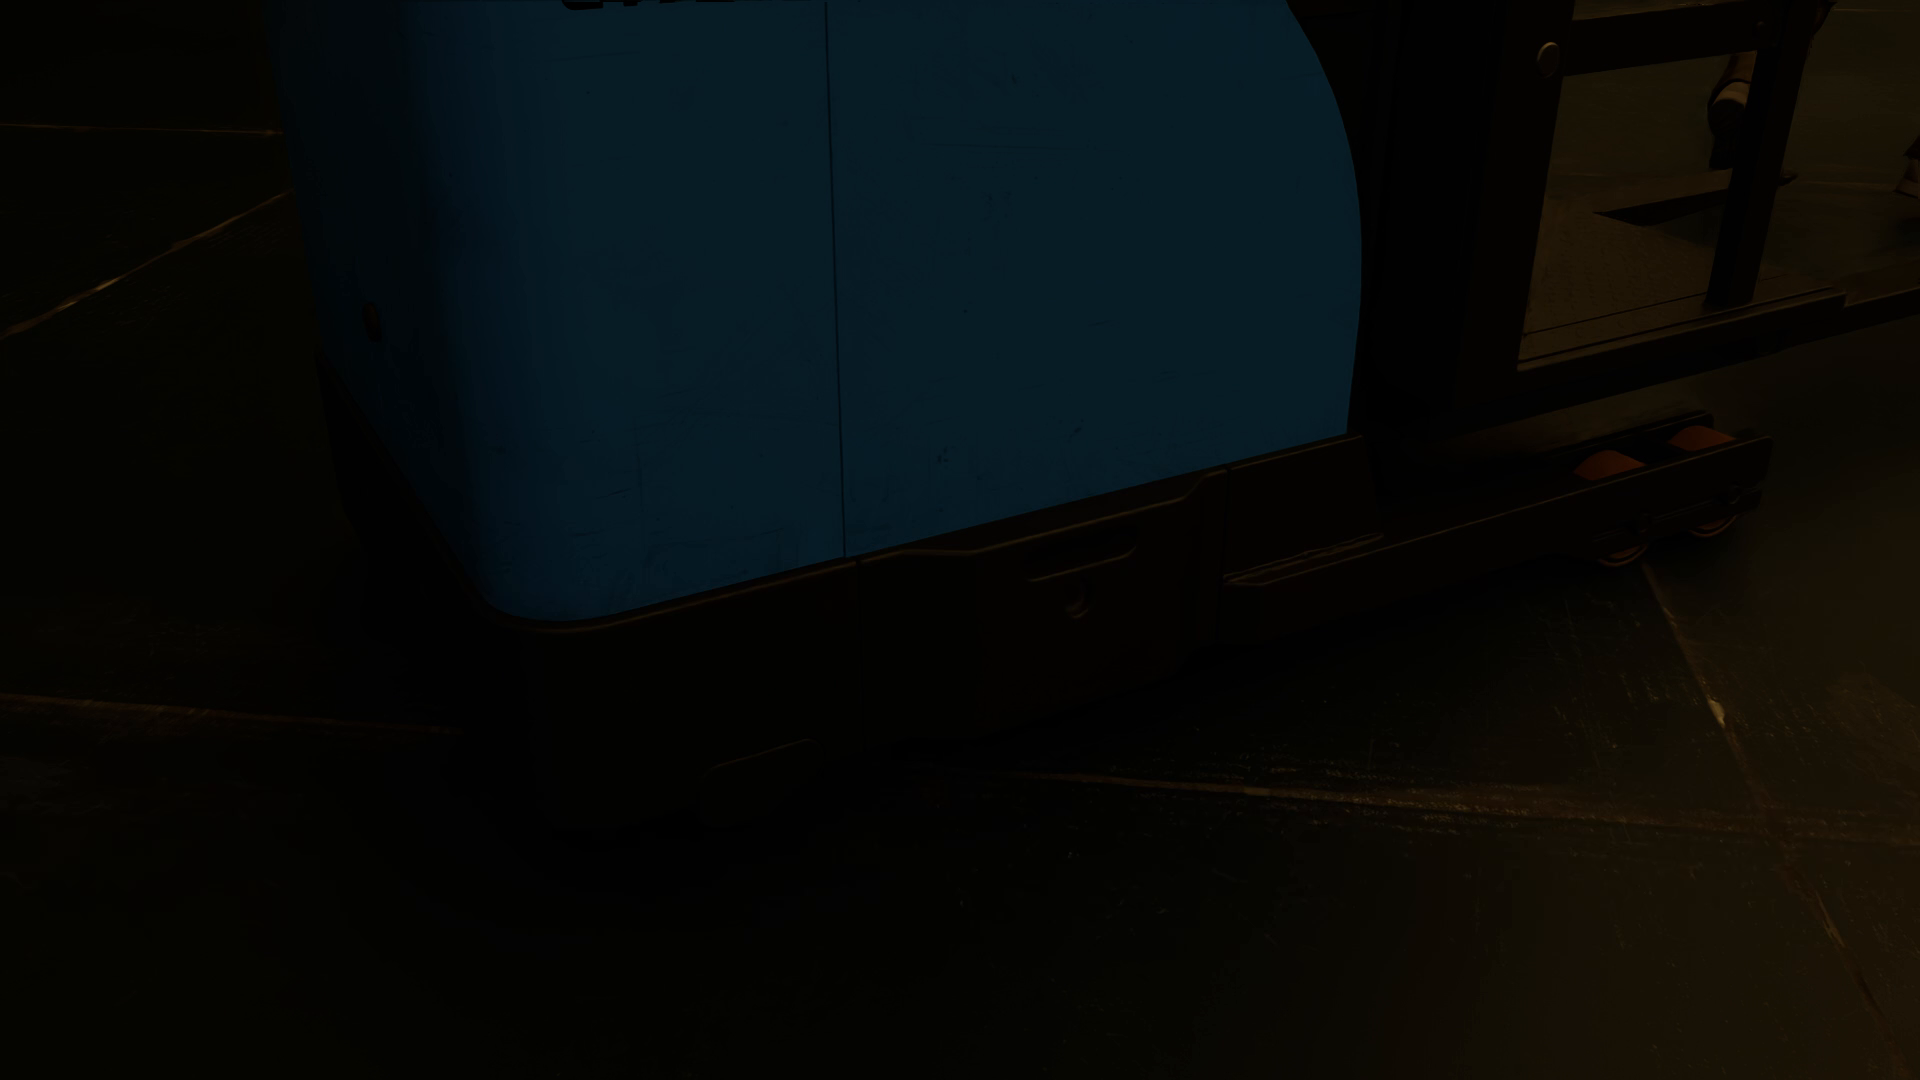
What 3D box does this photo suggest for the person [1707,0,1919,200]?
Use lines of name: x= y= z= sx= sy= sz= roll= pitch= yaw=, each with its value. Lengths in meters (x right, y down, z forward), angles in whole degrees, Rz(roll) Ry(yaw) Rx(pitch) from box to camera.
person: x=2.462 y=-1.552 z=3.797 sx=1.116 sy=1.588 sz=0.738 roll=21 pitch=33 yaw=35

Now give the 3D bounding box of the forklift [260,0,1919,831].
forklift: x=0.624 y=-1.462 z=2.148 sx=3.031 sy=2.935 sz=1.130 roll=-14 pitch=30 yaw=-26
